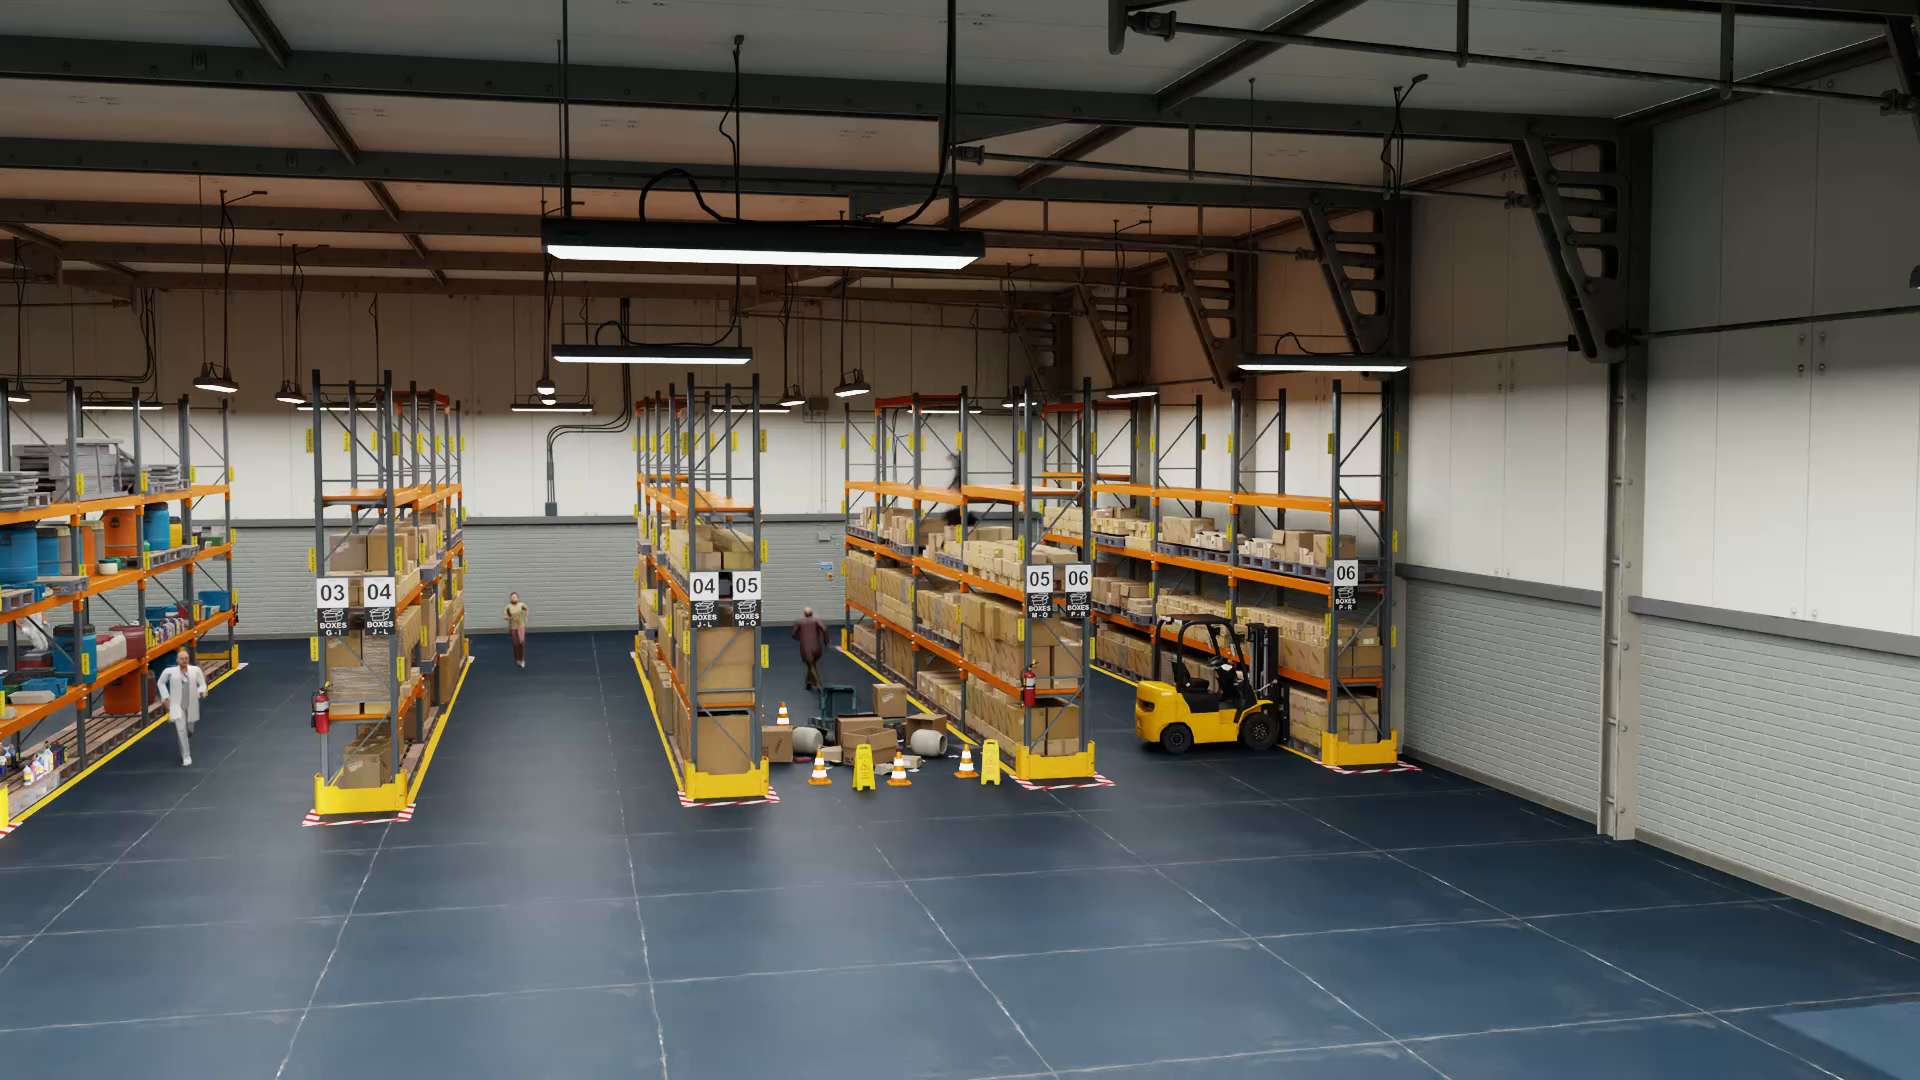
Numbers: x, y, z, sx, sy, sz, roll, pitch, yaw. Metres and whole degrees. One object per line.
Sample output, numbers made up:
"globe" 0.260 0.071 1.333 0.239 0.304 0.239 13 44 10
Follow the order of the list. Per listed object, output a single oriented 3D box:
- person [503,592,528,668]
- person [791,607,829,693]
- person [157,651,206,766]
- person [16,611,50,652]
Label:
"person" -10.006 2.014 37.481 0.524 1.700 0.717 -1 3 -10
"person" -2.995 2.237 33.431 0.740 1.723 0.878 -1 3 -13
"person" -12.265 2.618 26.224 0.693 1.762 0.956 -2 4 -36
"person" -20.416 2.035 36.676 0.528 1.745 0.737 1 4 20
